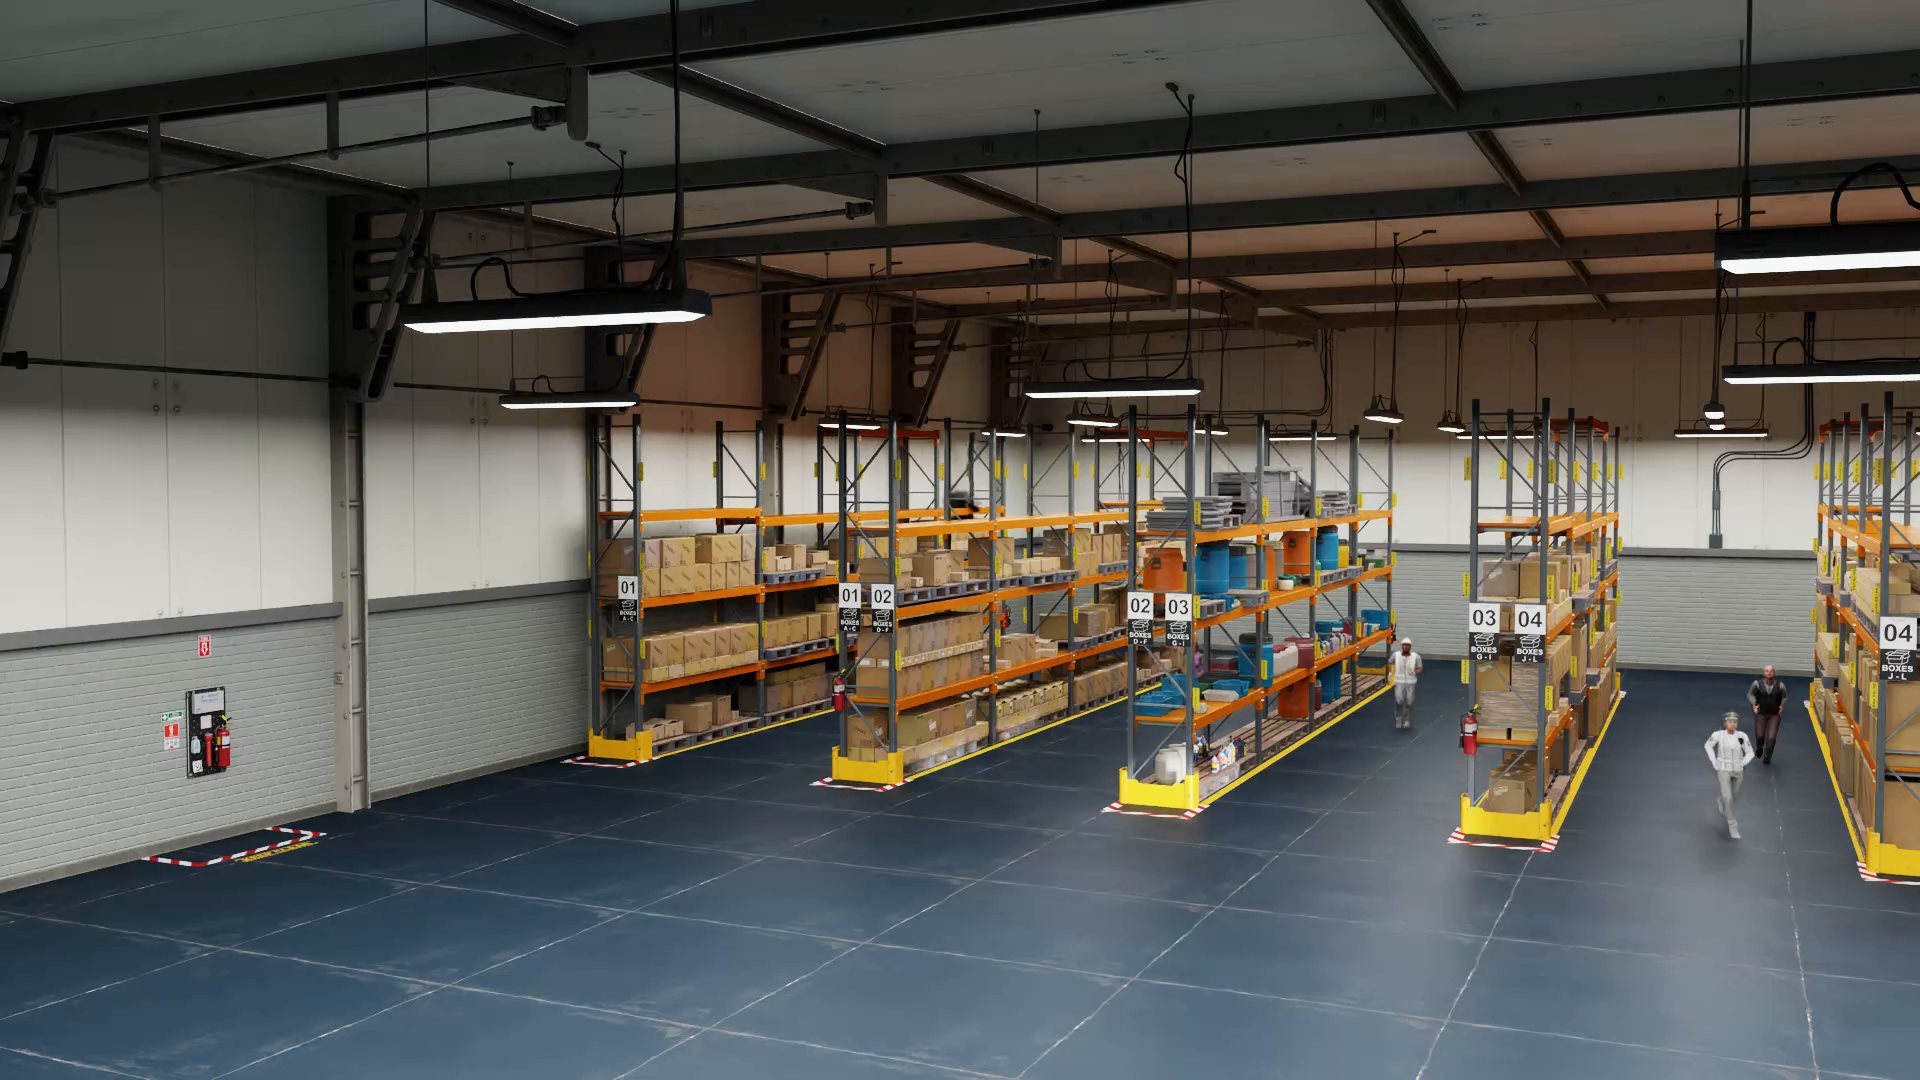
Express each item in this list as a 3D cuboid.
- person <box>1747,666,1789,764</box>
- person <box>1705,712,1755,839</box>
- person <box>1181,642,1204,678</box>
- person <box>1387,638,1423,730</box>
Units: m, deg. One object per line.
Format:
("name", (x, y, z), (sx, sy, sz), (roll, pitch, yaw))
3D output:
("person", (13.821, 2.989, 28.441), (0.640, 1.676, 0.577), (1, 3, 23))
("person", (10.712, 3.228, 23.120), (0.586, 1.714, 1.057), (0, 2, 7))
("person", (4.750, 2.843, 33.833), (0.552, 1.558, 0.533), (1, 3, 21))
("person", (8.617, 2.787, 32.207), (0.663, 1.772, 0.688), (1, 2, 12))
